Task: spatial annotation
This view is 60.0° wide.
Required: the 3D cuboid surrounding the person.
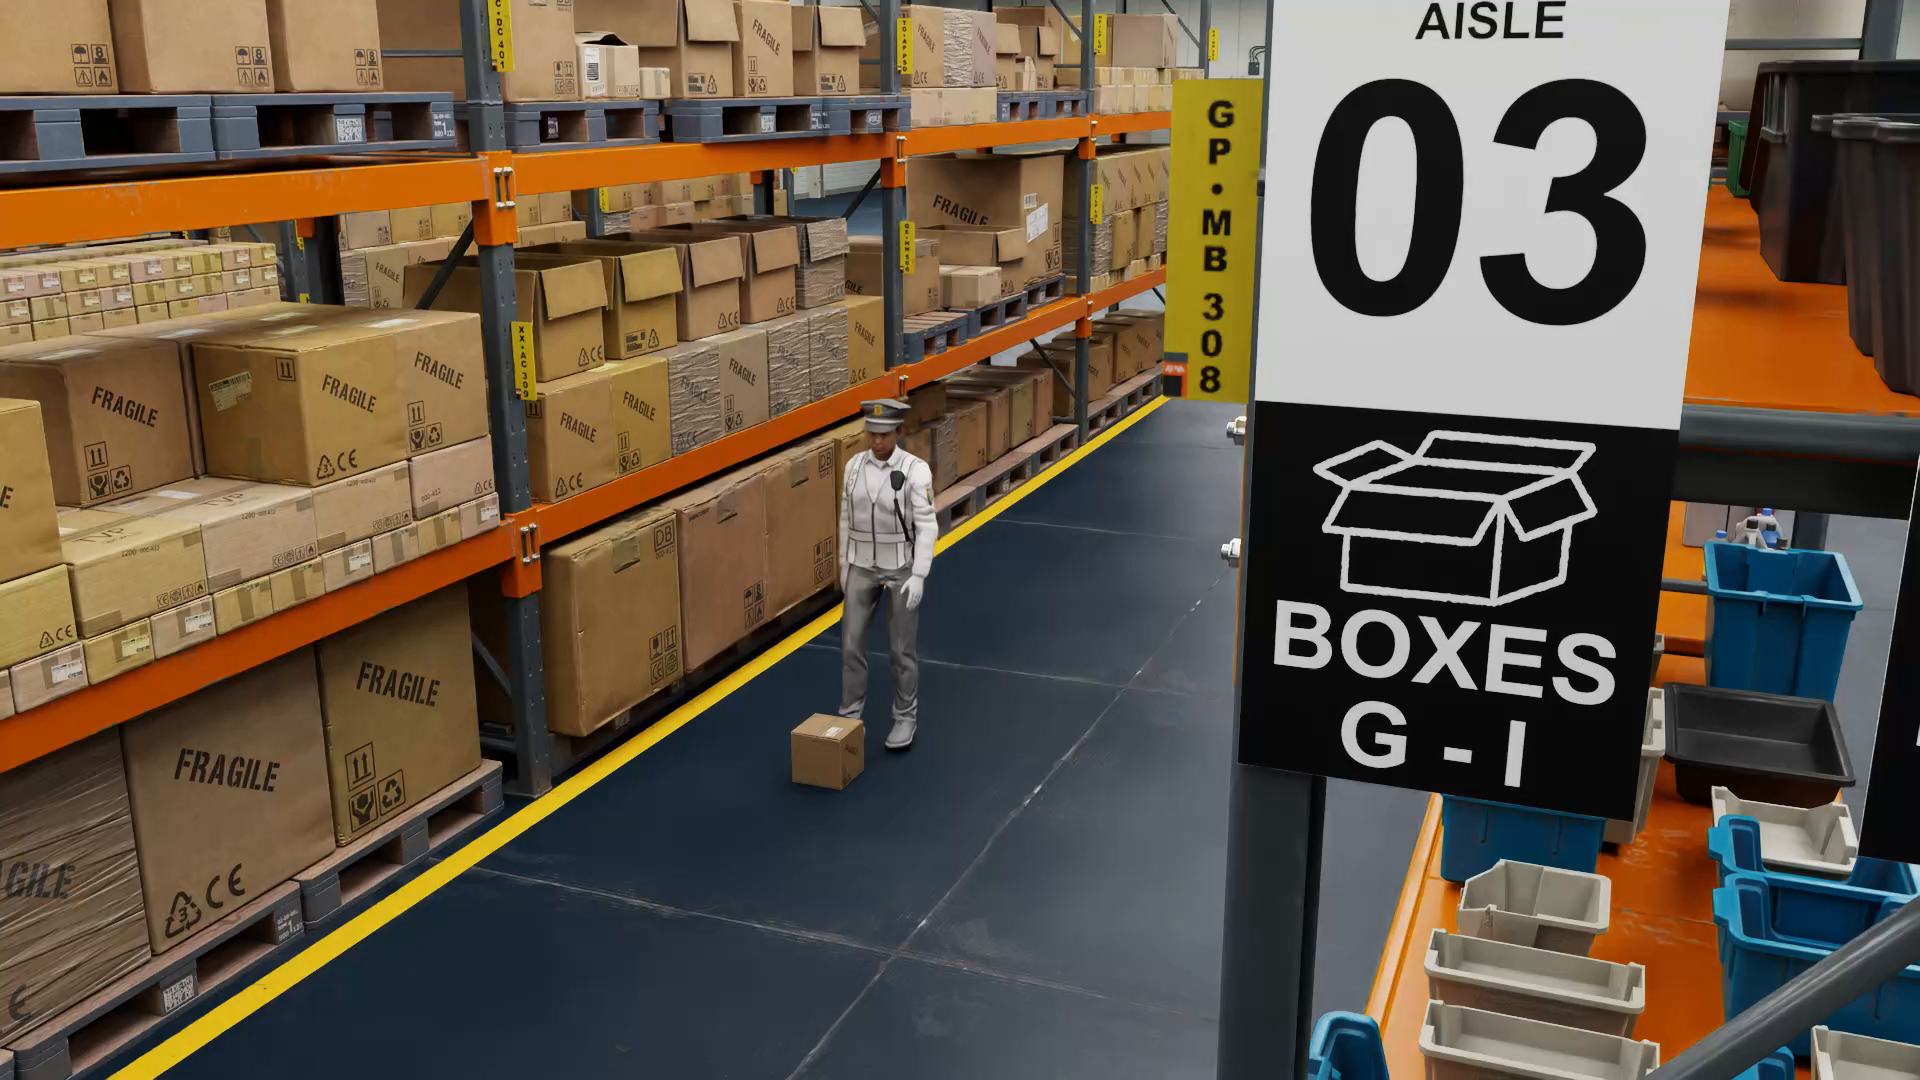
[{"bbox_3d":[-0.372,0.196,7.817,0.526,1.716,0.457,5,16,18],"label":"person"}]
